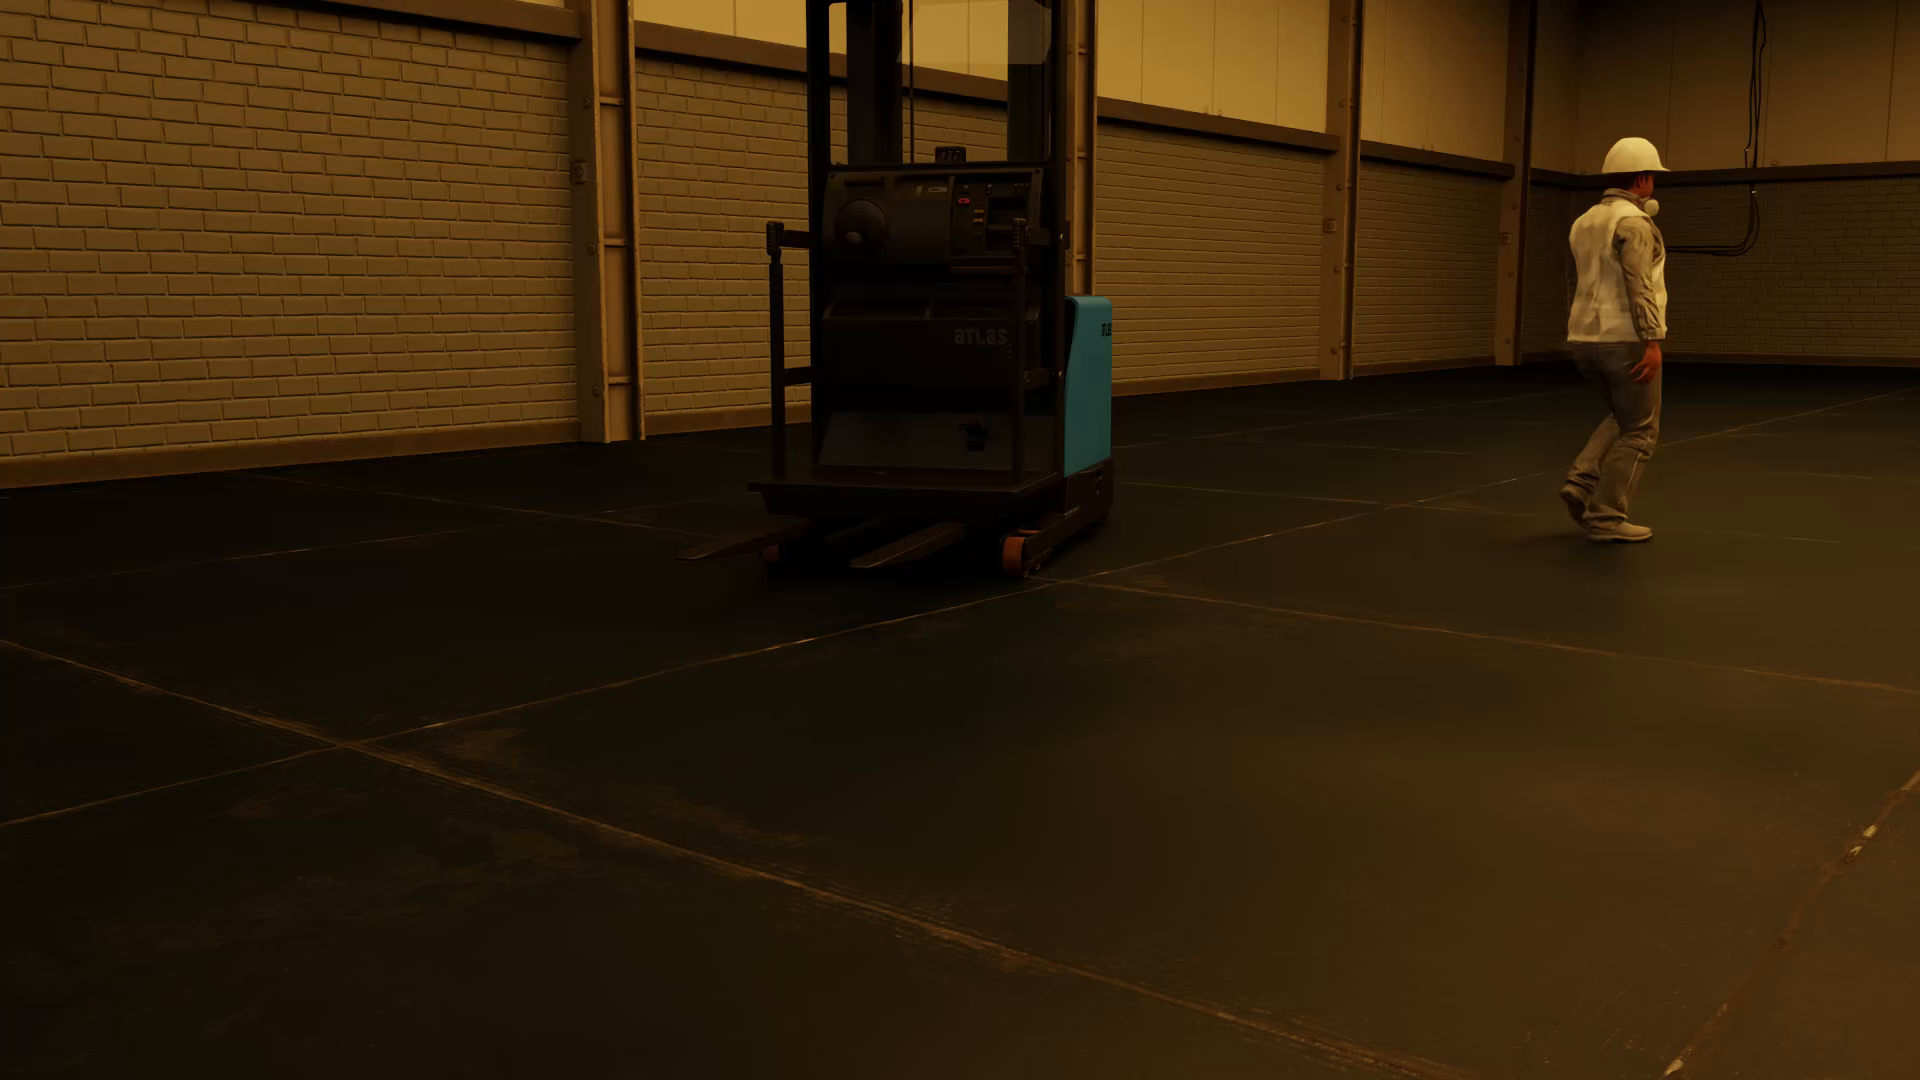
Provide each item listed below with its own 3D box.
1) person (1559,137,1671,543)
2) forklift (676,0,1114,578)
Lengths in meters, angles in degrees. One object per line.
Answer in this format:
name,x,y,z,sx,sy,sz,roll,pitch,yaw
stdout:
person,2.950,-0.878,7.347,0.479,1.754,0.662,-2,9,-13
forklift,-0.176,-1.366,6.616,1.130,2.935,3.031,3,9,17
